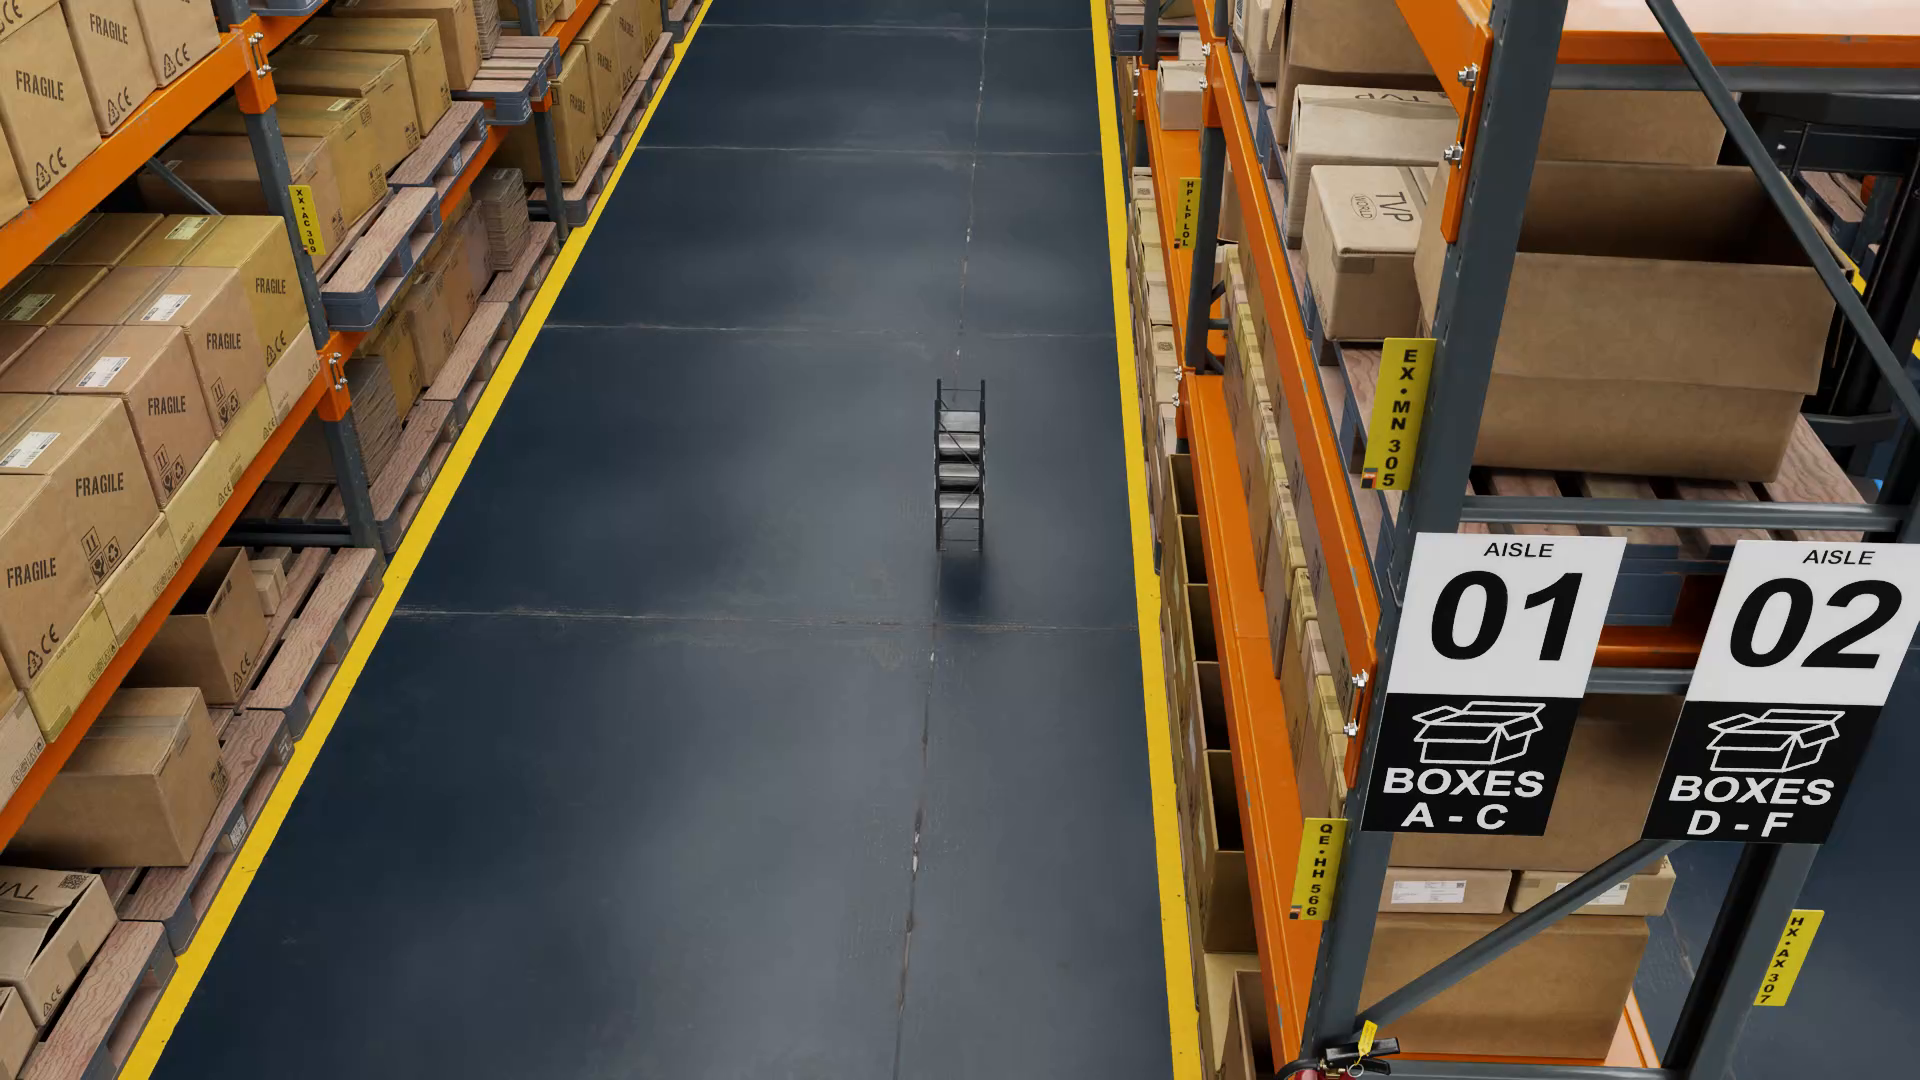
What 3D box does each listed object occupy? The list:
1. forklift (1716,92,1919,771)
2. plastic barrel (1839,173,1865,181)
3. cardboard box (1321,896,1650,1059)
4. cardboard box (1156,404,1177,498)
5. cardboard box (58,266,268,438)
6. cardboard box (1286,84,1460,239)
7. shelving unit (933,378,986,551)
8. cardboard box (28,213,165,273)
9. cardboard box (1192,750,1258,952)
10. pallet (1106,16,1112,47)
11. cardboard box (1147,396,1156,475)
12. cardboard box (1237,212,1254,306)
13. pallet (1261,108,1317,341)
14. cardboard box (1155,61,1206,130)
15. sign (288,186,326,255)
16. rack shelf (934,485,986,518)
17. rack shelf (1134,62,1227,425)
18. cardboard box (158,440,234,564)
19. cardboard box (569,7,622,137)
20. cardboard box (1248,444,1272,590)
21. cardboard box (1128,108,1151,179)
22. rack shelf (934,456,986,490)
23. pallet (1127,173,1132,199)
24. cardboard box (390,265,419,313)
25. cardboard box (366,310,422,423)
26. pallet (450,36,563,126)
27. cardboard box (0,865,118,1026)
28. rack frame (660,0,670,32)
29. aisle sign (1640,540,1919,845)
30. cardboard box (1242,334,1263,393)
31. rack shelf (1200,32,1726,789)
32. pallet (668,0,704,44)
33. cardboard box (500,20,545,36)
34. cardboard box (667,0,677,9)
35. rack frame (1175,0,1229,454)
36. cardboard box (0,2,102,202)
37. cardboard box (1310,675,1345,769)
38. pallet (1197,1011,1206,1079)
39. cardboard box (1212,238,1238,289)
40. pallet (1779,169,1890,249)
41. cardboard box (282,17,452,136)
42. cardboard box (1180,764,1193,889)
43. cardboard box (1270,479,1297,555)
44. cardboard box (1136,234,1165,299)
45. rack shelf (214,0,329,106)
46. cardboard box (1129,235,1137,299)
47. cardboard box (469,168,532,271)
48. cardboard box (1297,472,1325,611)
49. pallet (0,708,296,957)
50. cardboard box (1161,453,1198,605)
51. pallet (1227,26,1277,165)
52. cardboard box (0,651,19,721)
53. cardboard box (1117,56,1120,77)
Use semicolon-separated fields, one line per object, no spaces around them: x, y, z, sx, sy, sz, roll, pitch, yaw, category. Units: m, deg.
3.647;-1.036;7.621;1.130;2.935;3.031;6;36;8;forklift
6.568;-2.895;12.005;0.421;0.512;0.421;0;35;0;plastic barrel
1.393;1.038;4.524;0.700;0.500;0.500;1;35;2;cardboard box
1.252;-0.467;8.290;0.500;0.311;0.500;1;35;2;cardboard box
-3.152;-0.752;6.618;0.500;0.500;0.500;1;35;2;cardboard box
1.167;-1.061;4.578;0.500;0.311;0.500;5;35;7;cardboard box
0.000;-0.373;8.444;0.258;0.900;0.210;1;35;2;shelving unit
-3.655;-1.052;7.045;0.500;0.500;0.500;1;35;1;cardboard box
1.111;1.103;5.892;0.500;0.500;0.500;1;35;2;cardboard box
1.872;-4.802;15.344;1.003;0.211;1.213;1;35;2;pallet
1.272;-0.534;8.873;0.500;0.250;0.500;1;35;1;cardboard box
1.511;-1.268;6.676;0.700;0.500;0.500;1;35;2;cardboard box
1.462;-0.953;4.911;1.003;0.211;1.213;1;35;2;pallet
1.454;-2.704;10.012;0.500;0.311;0.500;1;35;1;cardboard box
-2.885;-1.410;7.340;0.100;0.325;0.005;1;35;2;sign
0.000;-0.198;8.566;0.258;0.077;0.200;1;35;2;rack shelf
1.603;-1.806;9.283;1.077;0.370;4.000;1;35;2;rack shelf
-3.177;-0.156;6.422;0.500;0.250;0.500;1;35;2;cardboard box
-3.065;-3.577;12.681;0.750;0.750;0.750;1;35;2;cardboard box
1.472;-0.146;6.208;0.700;0.500;0.500;2;35;3;cardboard box
1.486;-2.950;12.076;0.500;0.500;0.500;3;35;4;cardboard box
0.000;-0.346;8.463;0.258;0.077;0.200;1;35;2;rack shelf
1.751;-2.537;12.122;1.003;0.211;1.213;1;35;2;pallet
-3.383;-1.503;9.365;0.500;0.250;0.500;0;35;1;cardboard box
-3.444;-0.943;9.220;0.700;0.500;0.500;1;35;1;cardboard box
-3.189;-2.872;10.340;1.213;0.211;1.003;1;35;2;pallet
-3.447;1.431;6.006;0.500;0.311;0.500;4;35;6;cardboard box
-3.106;-5.660;14.141;1.000;3.000;0.127;1;35;2;rack frame
1.665;0.328;3.360;0.394;0.787;0.004;1;35;2;aisle sign
1.290;-0.665;6.382;0.380;0.149;0.250;1;35;1;cardboard box
1.442;-0.736;5.151;1.077;0.370;4.000;1;35;2;rack shelf
-2.997;-4.954;15.562;1.003;0.211;1.213;1;35;2;pallet
-3.022;-3.451;11.199;0.380;0.149;0.250;1;35;1;cardboard box
-2.974;-5.237;15.347;0.700;0.500;0.500;2;35;2;cardboard box
1.522;-0.952;7.441;1.000;3.000;0.127;1;35;2;rack frame
-3.218;-1.435;5.416;0.500;0.500;0.500;0;35;0;cardboard box
1.206;0.519;4.698;0.380;0.149;0.250;1;35;1;cardboard box
1.351;2.047;5.600;1.003;0.211;1.213;1;35;2;pallet
1.374;-1.406;8.205;0.396;0.266;0.258;1;35;1;cardboard box
6.622;-2.446;11.993;1.003;0.211;1.213;1;35;2;pallet
-3.303;-2.596;9.312;0.700;0.500;0.500;1;35;2;cardboard box
1.136;1.123;6.516;0.500;0.250;0.500;1;35;2;cardboard box
1.247;-0.075;5.543;0.380;0.149;0.250;1;35;1;cardboard box
1.333;-1.637;9.955;0.500;0.311;0.500;0;35;1;cardboard box
-3.347;-3.146;8.580;1.077;0.370;4.000;1;35;2;rack shelf
1.349;-1.714;10.552;0.500;0.250;0.500;0;35;1;cardboard box
-3.244;-2.105;10.873;0.700;0.500;0.500;2;35;3;cardboard box
1.431;-0.116;5.036;0.700;0.500;0.500;1;35;2;cardboard box
-3.465;1.166;6.853;1.003;0.211;1.213;1;35;2;pallet
1.191;-0.046;7.527;0.500;0.500;0.500;1;35;2;cardboard box
1.514;-1.652;5.906;1.003;0.211;1.213;1;35;2;pallet
-3.239;0.429;4.937;0.500;0.500;0.500;1;35;2;cardboard box
1.571;-4.126;13.750;0.500;0.500;0.500;2;35;3;cardboard box
